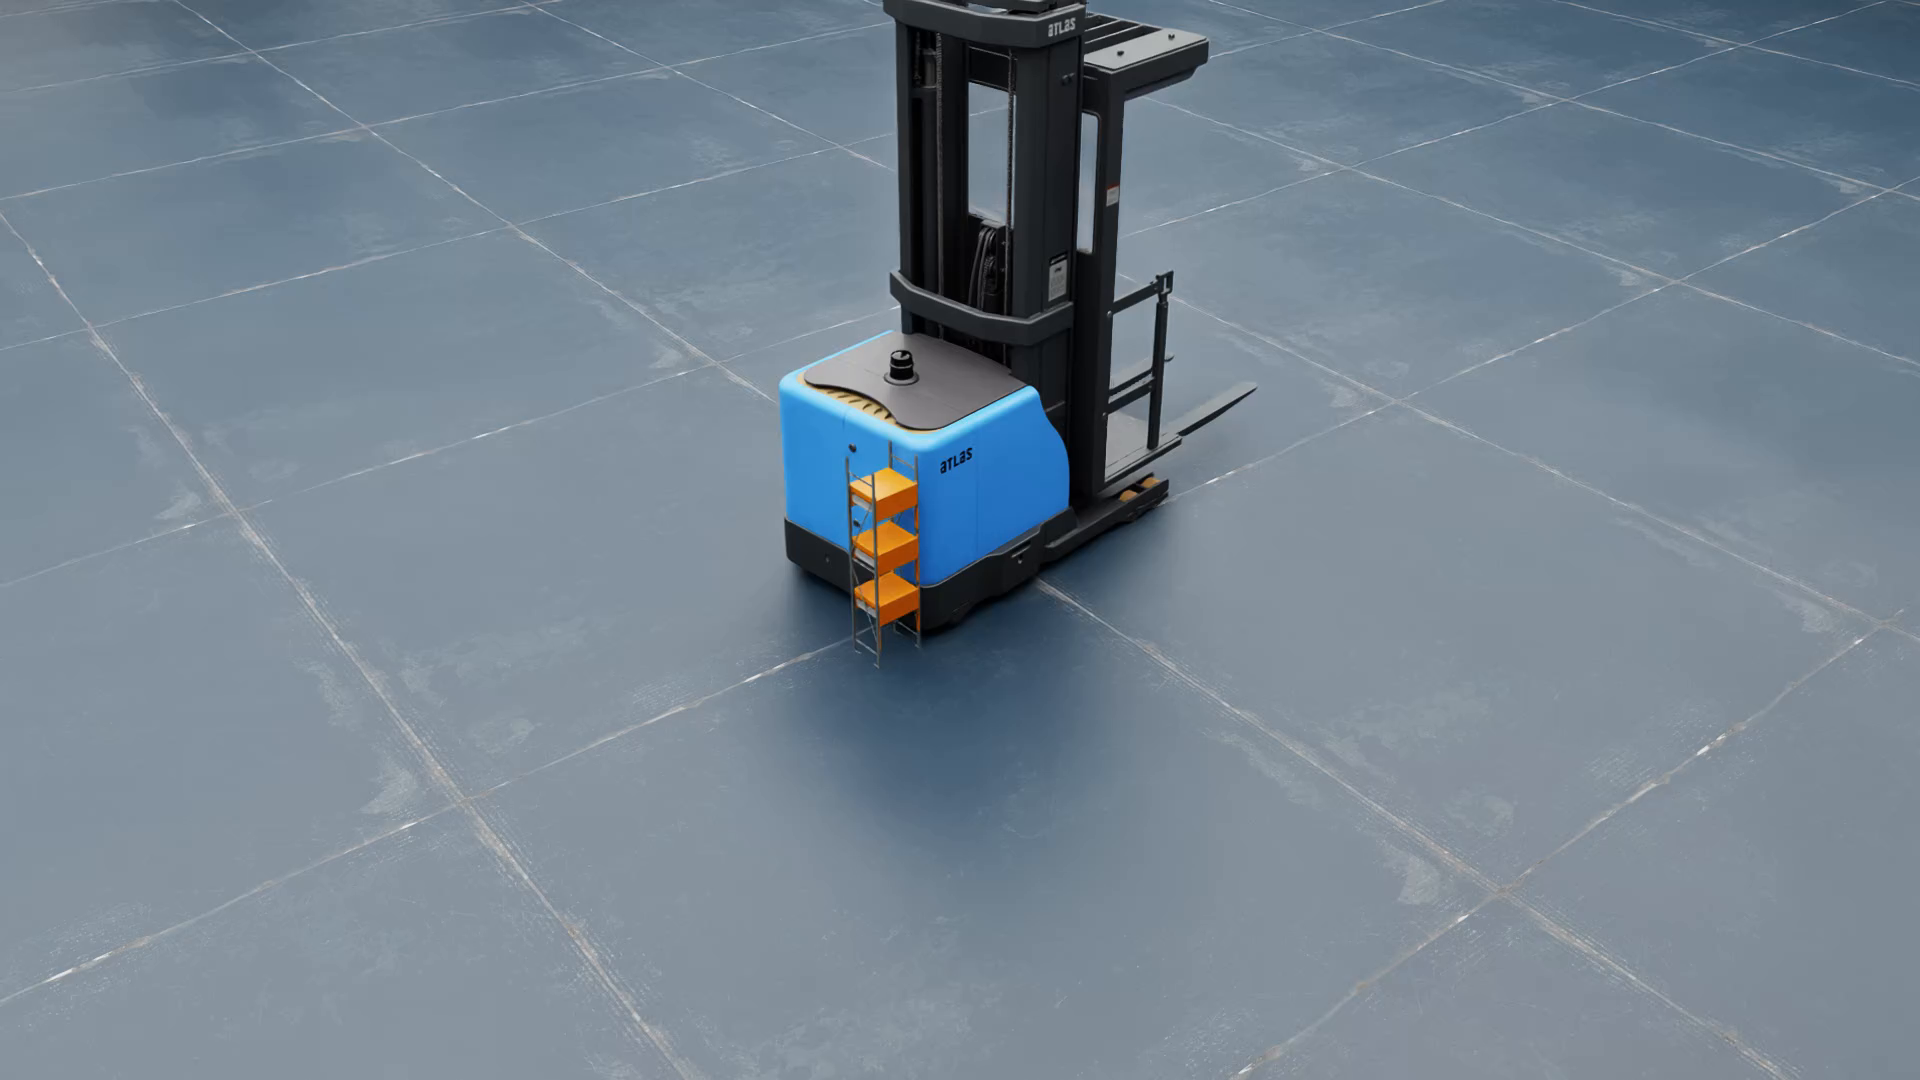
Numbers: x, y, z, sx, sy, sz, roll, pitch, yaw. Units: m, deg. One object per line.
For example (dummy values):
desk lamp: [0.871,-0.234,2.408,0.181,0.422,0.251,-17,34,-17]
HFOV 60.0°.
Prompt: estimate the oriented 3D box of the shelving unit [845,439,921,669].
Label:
shelving unit: [-0.347,0.075,7.633,0.252,1.050,0.215,-25,40,-34]

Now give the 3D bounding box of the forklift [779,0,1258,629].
forklift: [0.485,-1.508,8.400,1.130,2.935,3.031,26,40,35]

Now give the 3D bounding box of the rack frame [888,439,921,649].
rack frame: [-0.256,0.033,7.702,0.008,1.050,0.200,-25,40,-34]

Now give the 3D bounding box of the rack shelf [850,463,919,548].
rack shelf: [-0.347,-0.157,7.489,0.240,0.259,0.215,-25,40,-34]

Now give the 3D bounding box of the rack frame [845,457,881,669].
rack frame: [-0.439,0.118,7.565,0.008,1.050,0.200,-25,40,-34]

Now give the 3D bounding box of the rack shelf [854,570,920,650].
rack shelf: [-0.347,0.321,7.786,0.240,0.259,0.215,-25,40,-34]

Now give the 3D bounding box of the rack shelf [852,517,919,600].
rack shelf: [-0.347,0.084,7.639,0.240,0.259,0.215,-25,40,-34]
